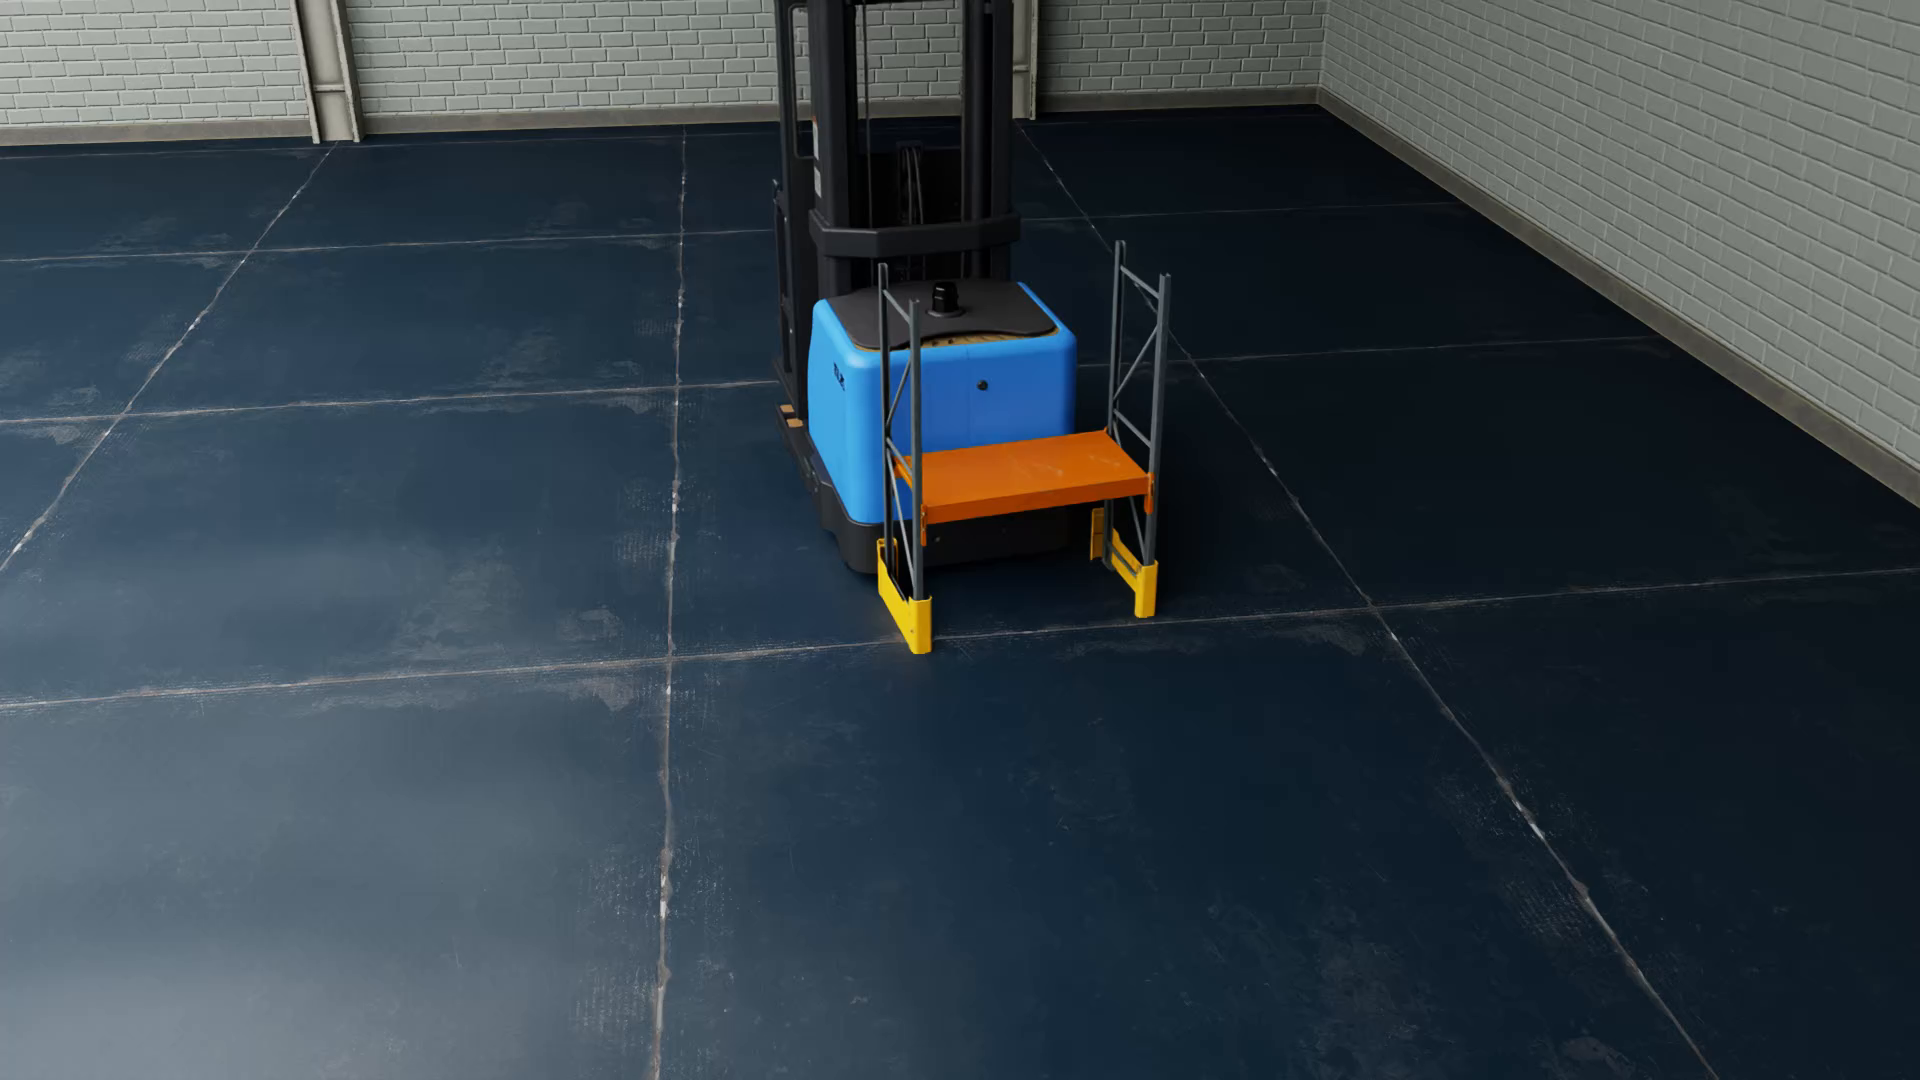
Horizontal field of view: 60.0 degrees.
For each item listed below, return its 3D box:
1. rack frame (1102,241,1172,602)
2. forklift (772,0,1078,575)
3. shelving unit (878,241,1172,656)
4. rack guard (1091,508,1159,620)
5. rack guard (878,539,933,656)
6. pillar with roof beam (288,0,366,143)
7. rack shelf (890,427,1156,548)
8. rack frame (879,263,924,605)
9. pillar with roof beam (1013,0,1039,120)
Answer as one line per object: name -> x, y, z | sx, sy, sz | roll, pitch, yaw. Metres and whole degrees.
rack frame -> 0.735, -0.461, 7.006 | 0.032, 1.500, 0.500 | -8, 28, -15
forklift -> -0.356, -1.806, 8.060 | 1.130, 2.935, 3.031 | -7, 28, -14
shelving unit -> 0.241, -0.390, 6.868 | 1.083, 1.500, 0.587 | -8, 28, -15
rack guard -> 0.716, 0.098, 7.286 | 0.087, 0.250, 0.587 | -8, 28, -15
rack guard -> -0.234, 0.234, 7.020 | 0.087, 0.250, 0.587 | -8, 28, -15
pillar with roof beam -> -4.859, -5.595, 8.797 | 0.400, 9.000, 9.100 | -4, 27, -7
rack shelf -> 0.250, -0.231, 6.952 | 1.000, 0.185, 0.538 | -8, 28, -15
rack frame -> -0.235, -0.322, 6.734 | 0.032, 1.500, 0.500 | -8, 28, -15
pillar with roof beam -> 1.083, -5.977, 9.541 | 0.400, 9.000, 9.100 | -4, 27, -7
